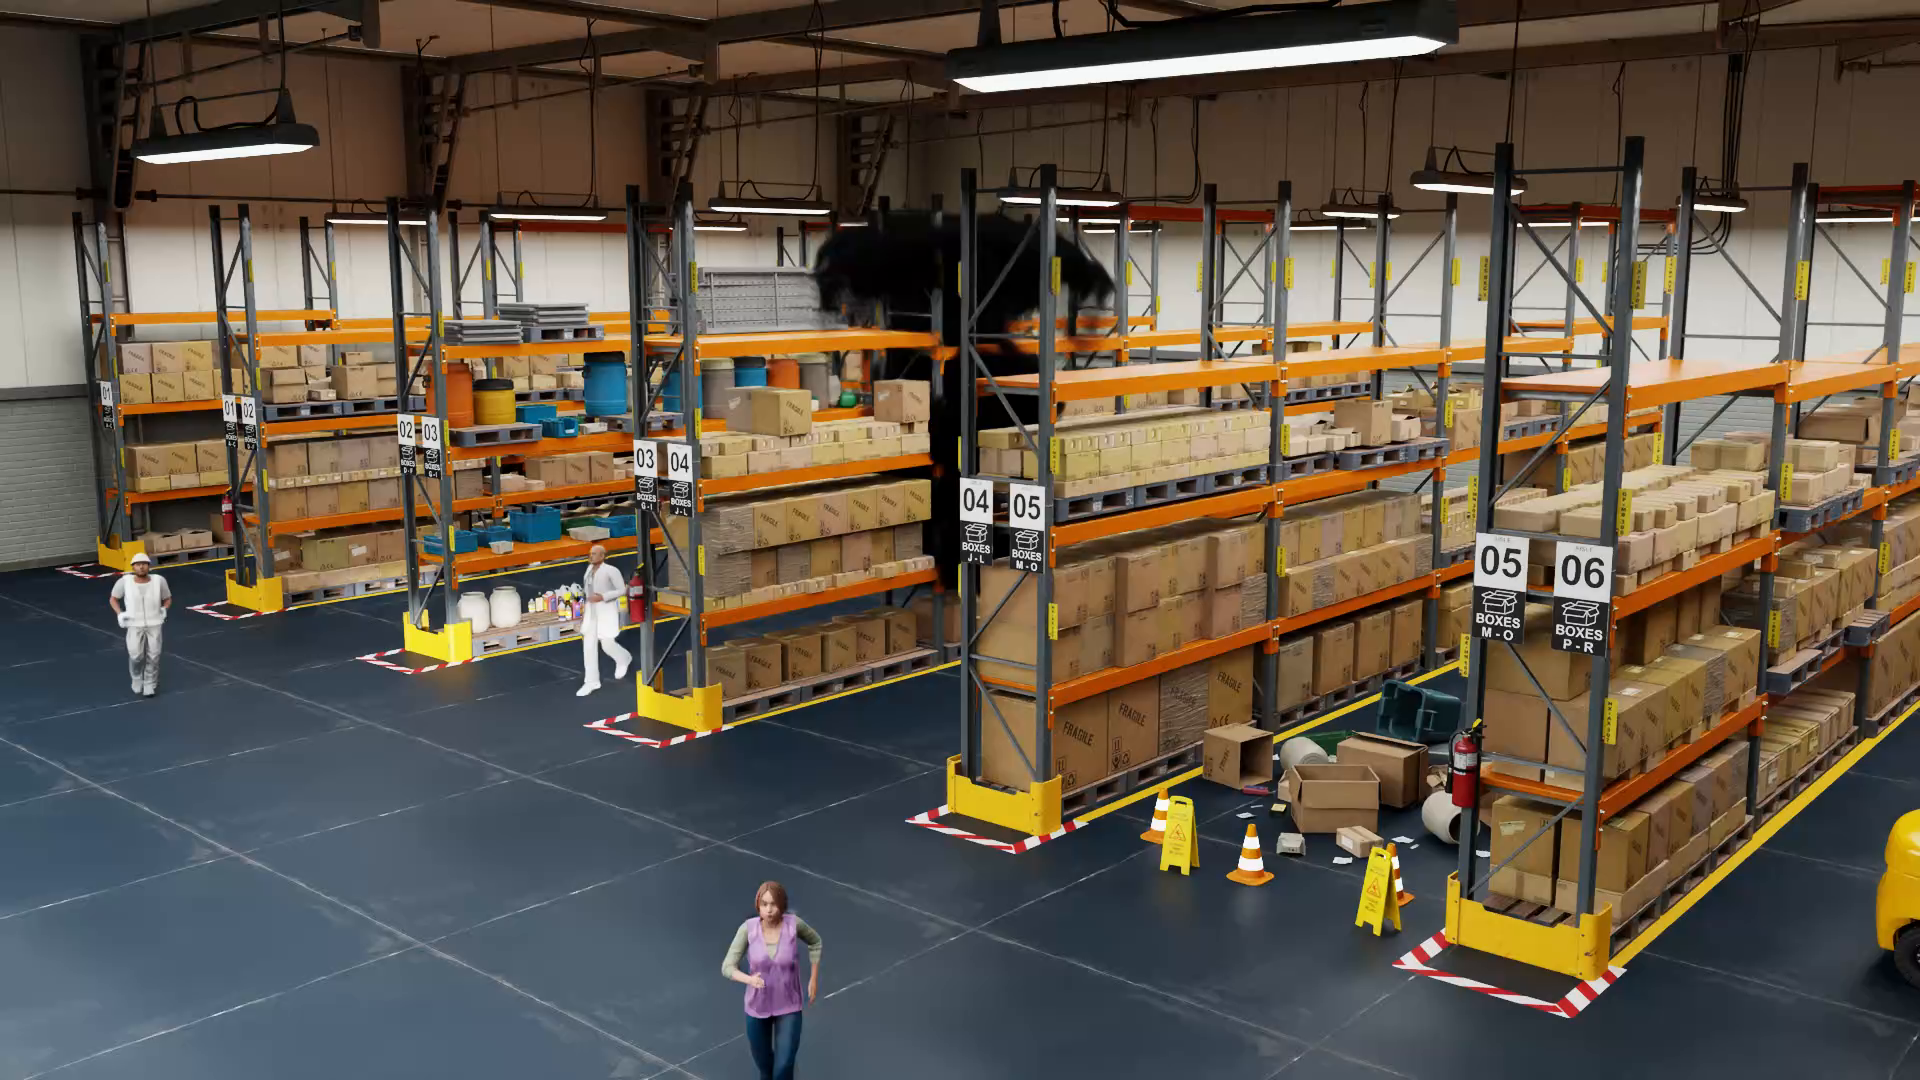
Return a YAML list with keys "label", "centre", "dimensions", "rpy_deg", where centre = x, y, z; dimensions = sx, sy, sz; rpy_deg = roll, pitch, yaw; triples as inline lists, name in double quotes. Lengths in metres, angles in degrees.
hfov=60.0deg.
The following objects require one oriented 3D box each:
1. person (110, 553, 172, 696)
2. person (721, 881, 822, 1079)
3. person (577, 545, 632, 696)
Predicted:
- label: "person"
  centre: [-9.725, 1.021, 19.827]
  dimensions: [0.657, 1.735, 0.570]
  rpy_deg: [-6, 11, -31]
- label: "person"
  centre: [-1.101, 2.771, 9.799]
  dimensions: [0.575, 1.631, 0.771]
  rpy_deg: [0, 9, -2]
- label: "person"
  centre: [-4.331, 0.942, 20.264]
  dimensions: [0.692, 1.794, 0.979]
  rpy_deg: [5, 11, 27]
